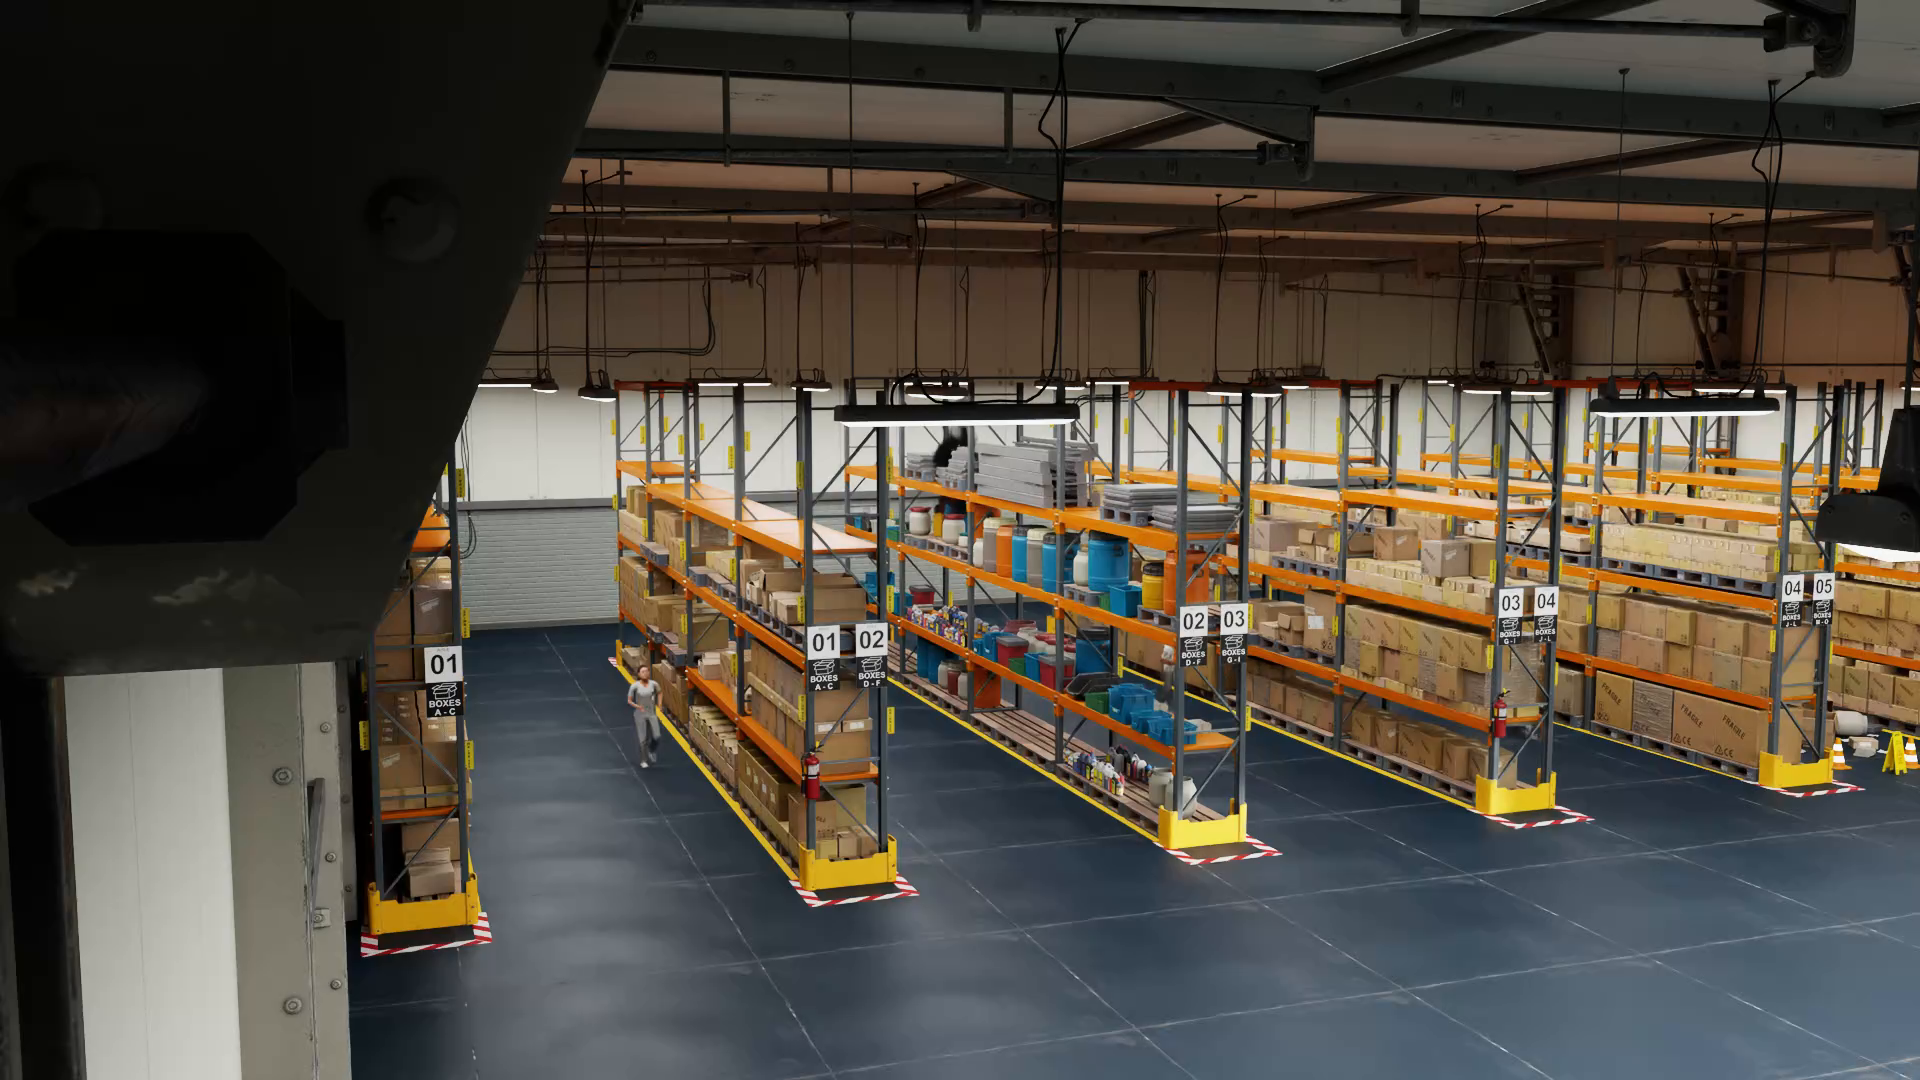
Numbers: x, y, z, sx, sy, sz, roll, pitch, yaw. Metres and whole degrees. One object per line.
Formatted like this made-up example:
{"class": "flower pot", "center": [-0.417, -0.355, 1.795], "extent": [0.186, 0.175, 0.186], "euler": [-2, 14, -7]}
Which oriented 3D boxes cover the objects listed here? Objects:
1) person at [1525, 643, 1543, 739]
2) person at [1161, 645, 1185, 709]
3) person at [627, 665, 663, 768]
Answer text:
{"class": "person", "center": [9.561, 2.515, 28.542], "extent": [0.703, 1.716, 1.025], "euler": [-3, 7, -30]}
{"class": "person", "center": [3.853, 2.415, 30.030], "extent": [0.574, 1.598, 0.960], "euler": [-1, 6, -12]}
{"class": "person", "center": [-4.903, 2.769, 26.044], "extent": [0.597, 1.635, 0.552], "euler": [-3, 7, -23]}
